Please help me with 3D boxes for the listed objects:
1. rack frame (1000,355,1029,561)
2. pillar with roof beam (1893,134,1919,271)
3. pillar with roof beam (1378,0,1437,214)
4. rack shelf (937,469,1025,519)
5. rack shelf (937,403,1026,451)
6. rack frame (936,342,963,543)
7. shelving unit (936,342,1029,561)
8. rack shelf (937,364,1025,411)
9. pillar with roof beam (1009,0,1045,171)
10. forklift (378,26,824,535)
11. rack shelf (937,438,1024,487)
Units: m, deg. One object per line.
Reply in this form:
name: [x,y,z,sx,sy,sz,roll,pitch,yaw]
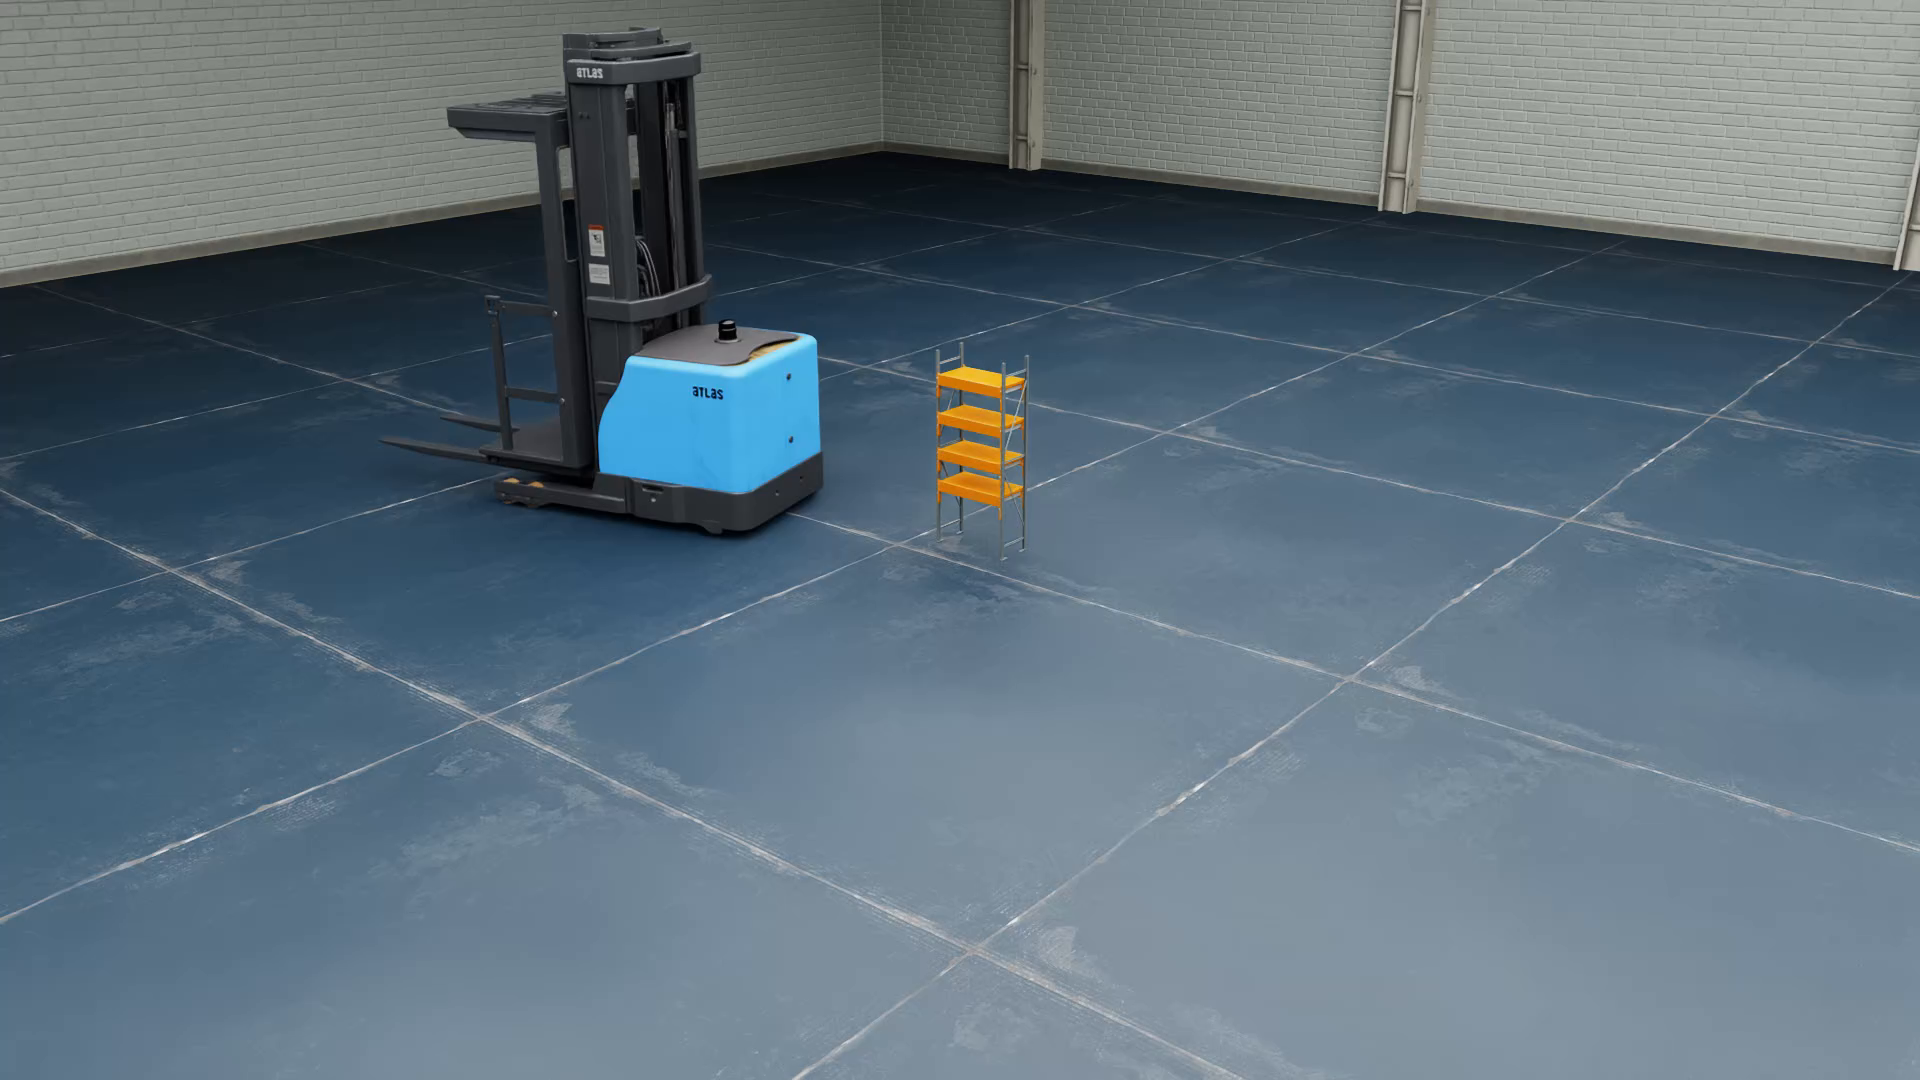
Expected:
rack frame: [0.317,-0.470,9.714,0.015,1.200,0.240,16,26,36]
pillar with roof beam: [7.557,-5.939,13.165,0.400,9.000,9.100,16,26,36]
pillar with roof beam: [2.908,-7.278,16.715,0.400,9.000,9.100,16,26,36]
rack shelf: [0.128,-0.276,9.952,0.480,0.148,0.258,16,26,36]
rack shelf: [0.128,-0.671,9.803,0.480,0.148,0.258,16,26,36]
rack frame: [-0.061,-0.579,10.003,0.015,1.200,0.240,16,26,36]
shelving unit: [0.128,-0.524,9.859,0.503,1.200,0.258,16,26,36]
rack shelf: [0.128,-0.892,9.720,0.480,0.148,0.258,16,26,36]
pillar with roof beam: [-1.740,-8.617,20.264,0.400,9.000,9.100,16,26,36]
forklift: [-2.457,-1.735,10.614,3.031,2.935,1.130,9,22,23]
rack shelf: [0.128,-0.462,9.882,0.480,0.148,0.258,16,26,36]
